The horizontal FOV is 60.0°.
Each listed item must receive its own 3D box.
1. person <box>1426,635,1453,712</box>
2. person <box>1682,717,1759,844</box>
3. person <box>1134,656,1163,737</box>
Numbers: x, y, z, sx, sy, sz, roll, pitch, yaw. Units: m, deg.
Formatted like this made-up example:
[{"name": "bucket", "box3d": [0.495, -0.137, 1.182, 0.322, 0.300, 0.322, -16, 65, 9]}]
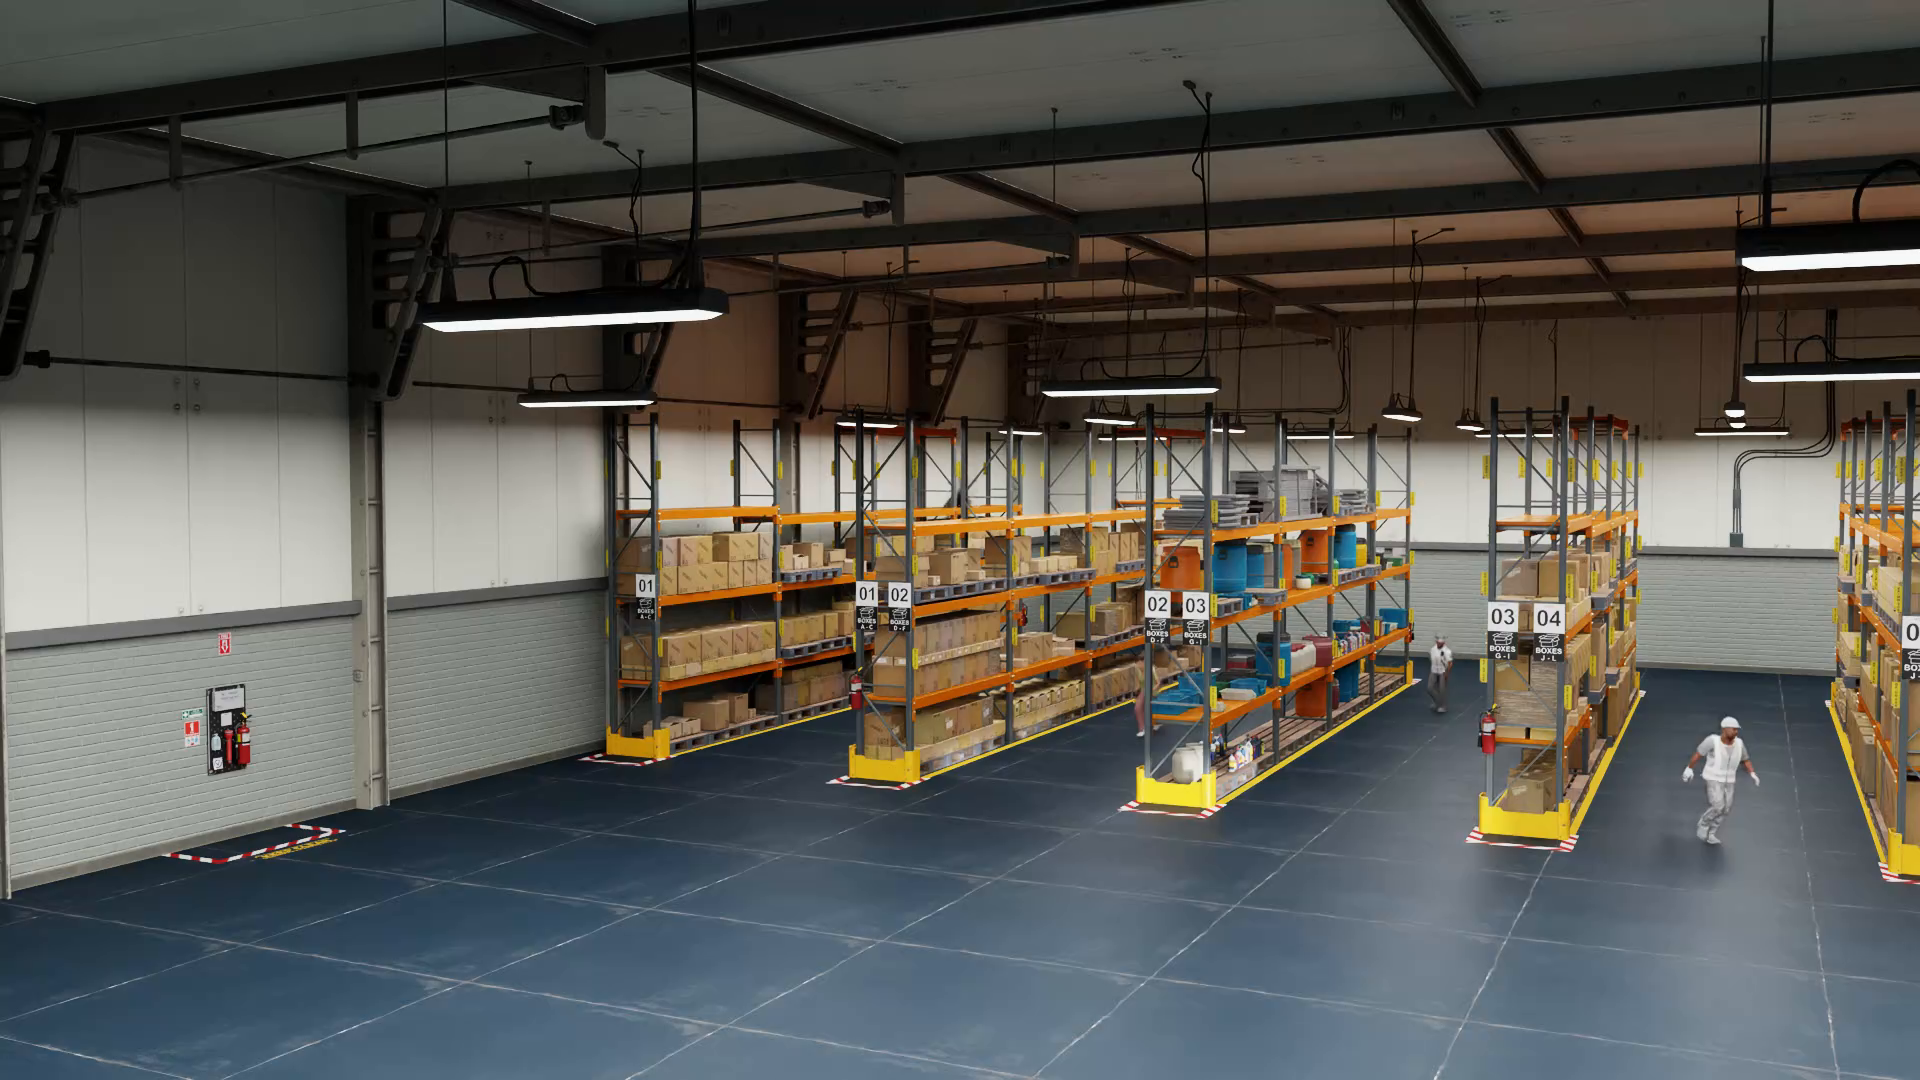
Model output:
[{"name": "person", "box3d": [9.879, 2.756, 34.254, 0.599, 1.611, 0.578, 2, 3, 41]}, {"name": "person", "box3d": [10.113, 3.195, 22.034, 0.689, 1.723, 0.809, 0, 2, -11]}, {"name": "person", "box3d": [3.606, 2.908, 31.341, 0.590, 1.516, 1.060, 2, 3, 36]}]
